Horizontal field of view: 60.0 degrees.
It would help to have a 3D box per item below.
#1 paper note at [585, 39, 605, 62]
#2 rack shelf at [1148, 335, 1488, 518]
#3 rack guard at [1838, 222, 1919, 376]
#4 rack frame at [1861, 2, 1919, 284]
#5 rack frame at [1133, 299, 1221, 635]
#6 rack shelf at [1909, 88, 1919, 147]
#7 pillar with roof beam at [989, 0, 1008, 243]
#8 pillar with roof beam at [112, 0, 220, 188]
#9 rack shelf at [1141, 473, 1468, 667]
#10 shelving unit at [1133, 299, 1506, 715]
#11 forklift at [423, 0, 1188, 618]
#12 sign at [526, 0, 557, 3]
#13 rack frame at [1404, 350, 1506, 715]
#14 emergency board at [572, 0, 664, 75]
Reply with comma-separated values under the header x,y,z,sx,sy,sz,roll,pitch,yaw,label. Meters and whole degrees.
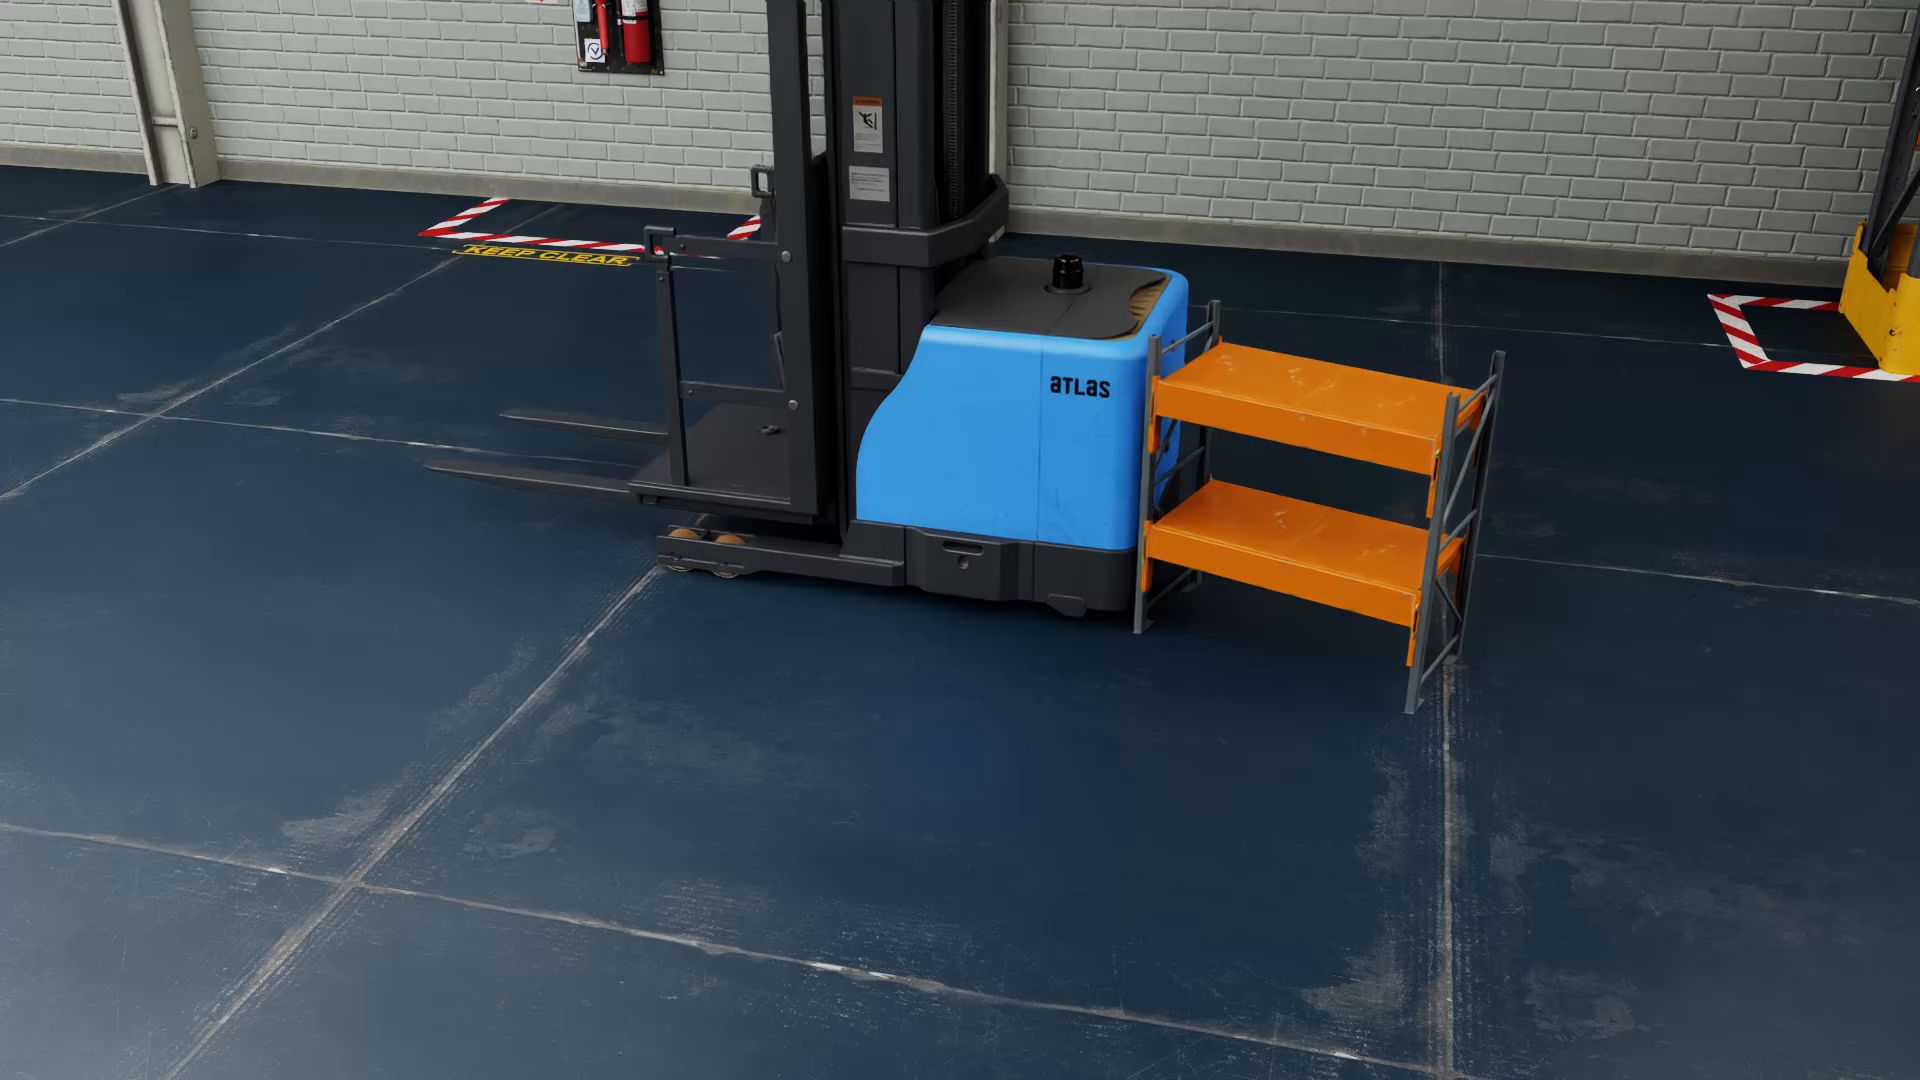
x,y,z,sx,sy,sz,roll,pitch,yaw,label
-2.465,-3.303,11.223,0.142,0.148,0.016,6,26,13,paper note
1.205,-0.403,5.606,1.000,0.278,0.538,16,30,30,rack shelf
5.064,-1.308,8.916,0.348,0.500,1.175,6,26,13,rack guard
4.991,-2.445,8.396,0.127,3.000,1.000,6,26,13,rack frame
0.780,-0.258,5.984,0.032,1.125,0.500,16,30,30,rack frame
6.928,-1.906,8.101,4.000,0.370,1.077,6,26,13,rack shelf
-0.999,-4.289,5.290,0.400,9.000,9.100,6,26,13,pillar with roof beam
-6.810,-4.931,6.639,0.400,9.000,9.100,6,26,13,pillar with roof beam
1.205,0.082,5.837,1.000,0.278,0.538,16,30,30,rack shelf
1.205,-0.138,5.732,1.048,1.125,0.538,16,30,30,shelving unit
-0.677,-1.384,6.248,3.031,2.935,1.130,7,26,15,forklift
-2.820,-3.771,11.140,0.234,0.329,0.001,6,26,13,sign
1.630,-0.019,5.480,0.032,1.125,0.500,16,30,30,rack frame
-2.311,-3.653,10.933,0.643,1.169,0.194,6,26,13,emergency board
